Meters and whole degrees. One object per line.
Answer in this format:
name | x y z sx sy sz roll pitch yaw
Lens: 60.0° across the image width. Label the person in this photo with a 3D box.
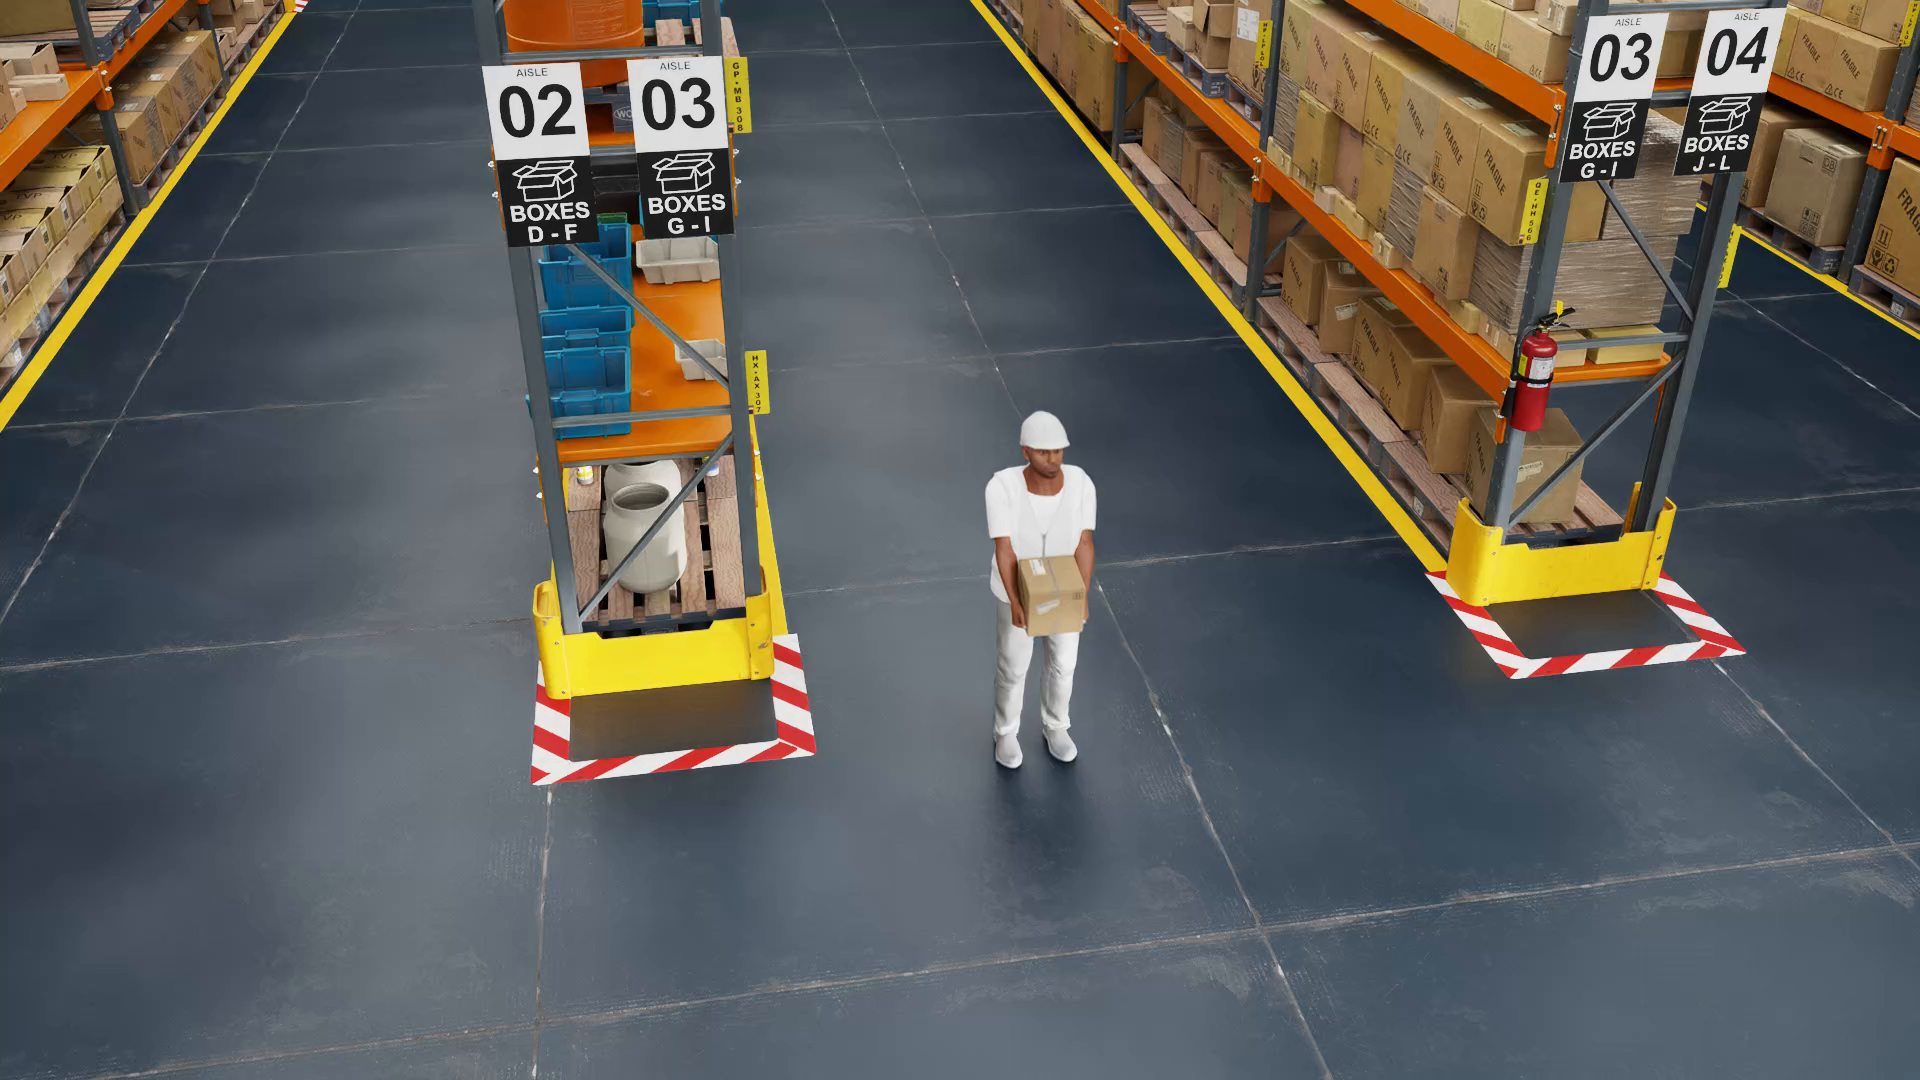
person | 0.387 0.284 7.637 0.503 1.760 0.577 -5 31 -8
